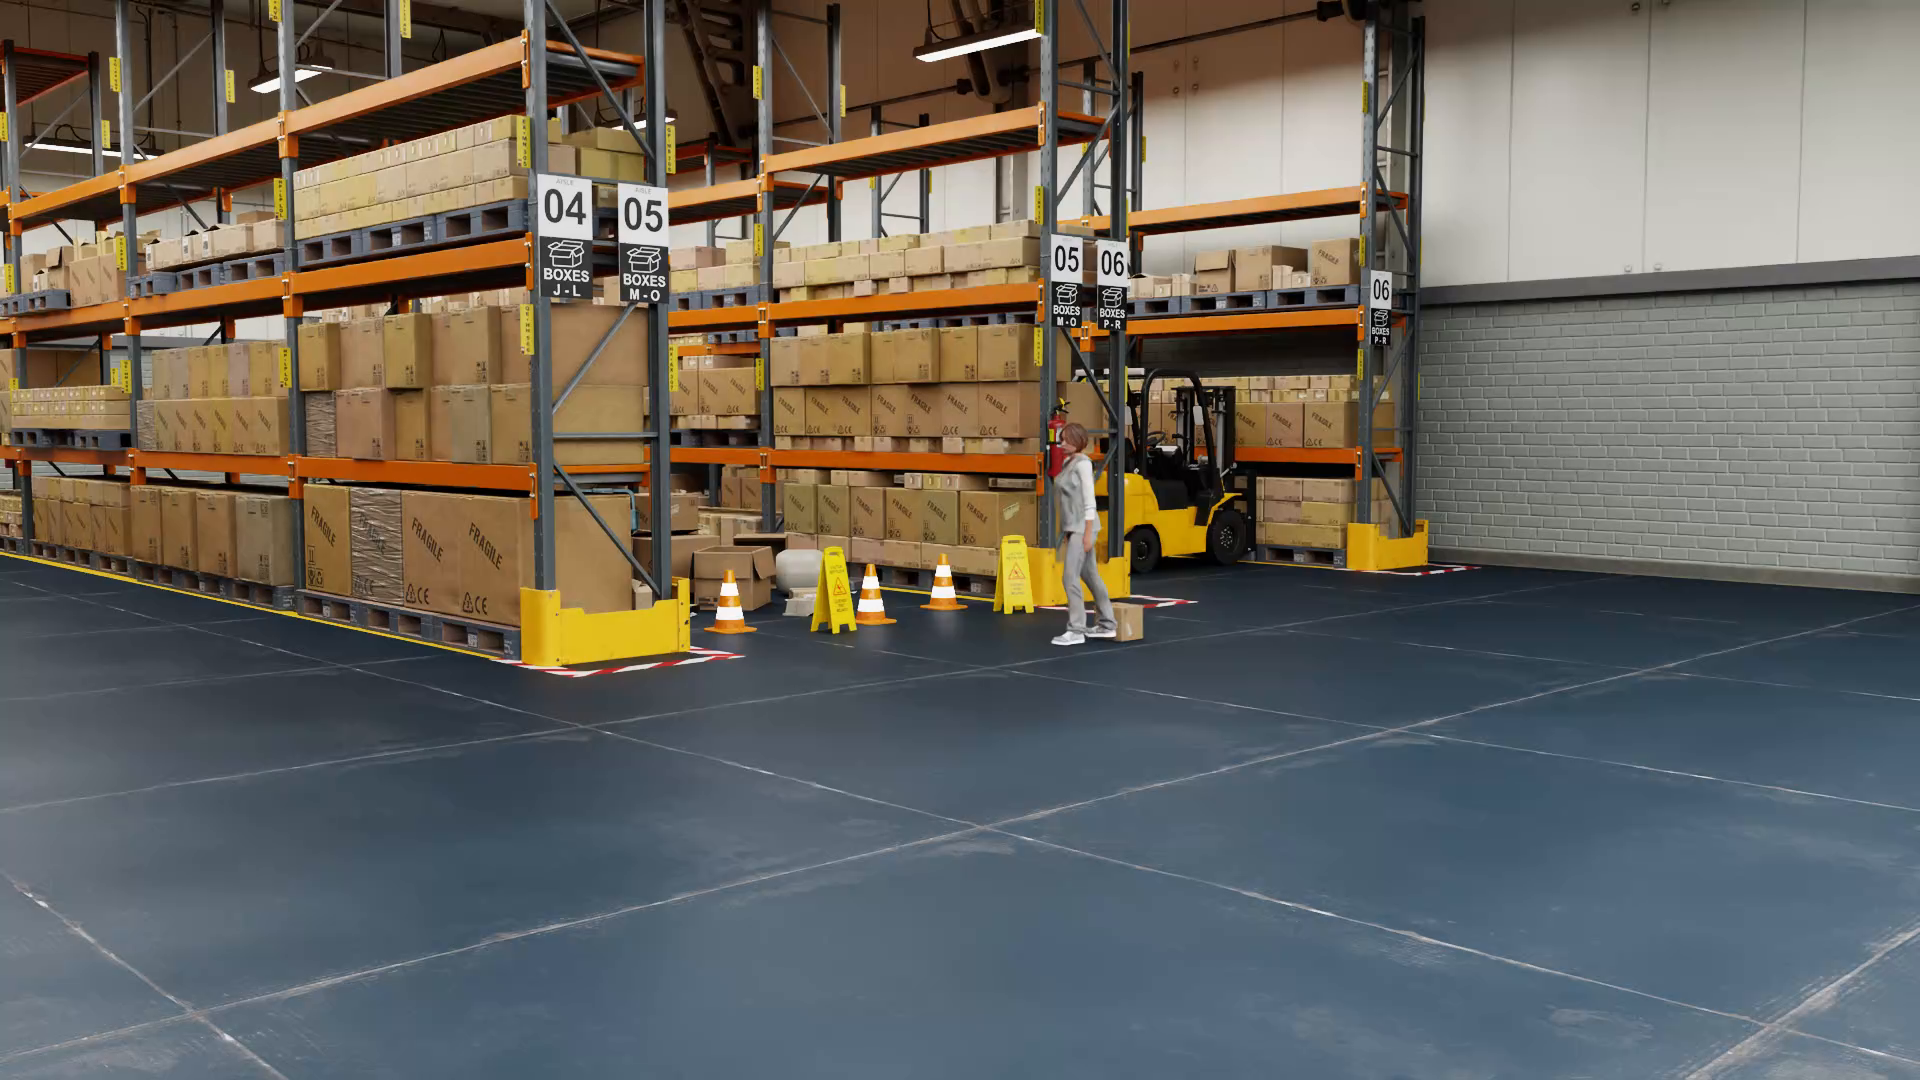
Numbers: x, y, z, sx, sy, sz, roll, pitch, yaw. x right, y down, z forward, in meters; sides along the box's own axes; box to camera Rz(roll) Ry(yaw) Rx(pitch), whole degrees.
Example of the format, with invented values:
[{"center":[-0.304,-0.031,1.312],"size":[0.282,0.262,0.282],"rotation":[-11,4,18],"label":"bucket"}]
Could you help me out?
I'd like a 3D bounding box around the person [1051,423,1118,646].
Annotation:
[{"center":[0.890,-0.046,11.941],"size":[0.513,1.590,0.452],"rotation":[-1,4,-7],"label":"person"}]
